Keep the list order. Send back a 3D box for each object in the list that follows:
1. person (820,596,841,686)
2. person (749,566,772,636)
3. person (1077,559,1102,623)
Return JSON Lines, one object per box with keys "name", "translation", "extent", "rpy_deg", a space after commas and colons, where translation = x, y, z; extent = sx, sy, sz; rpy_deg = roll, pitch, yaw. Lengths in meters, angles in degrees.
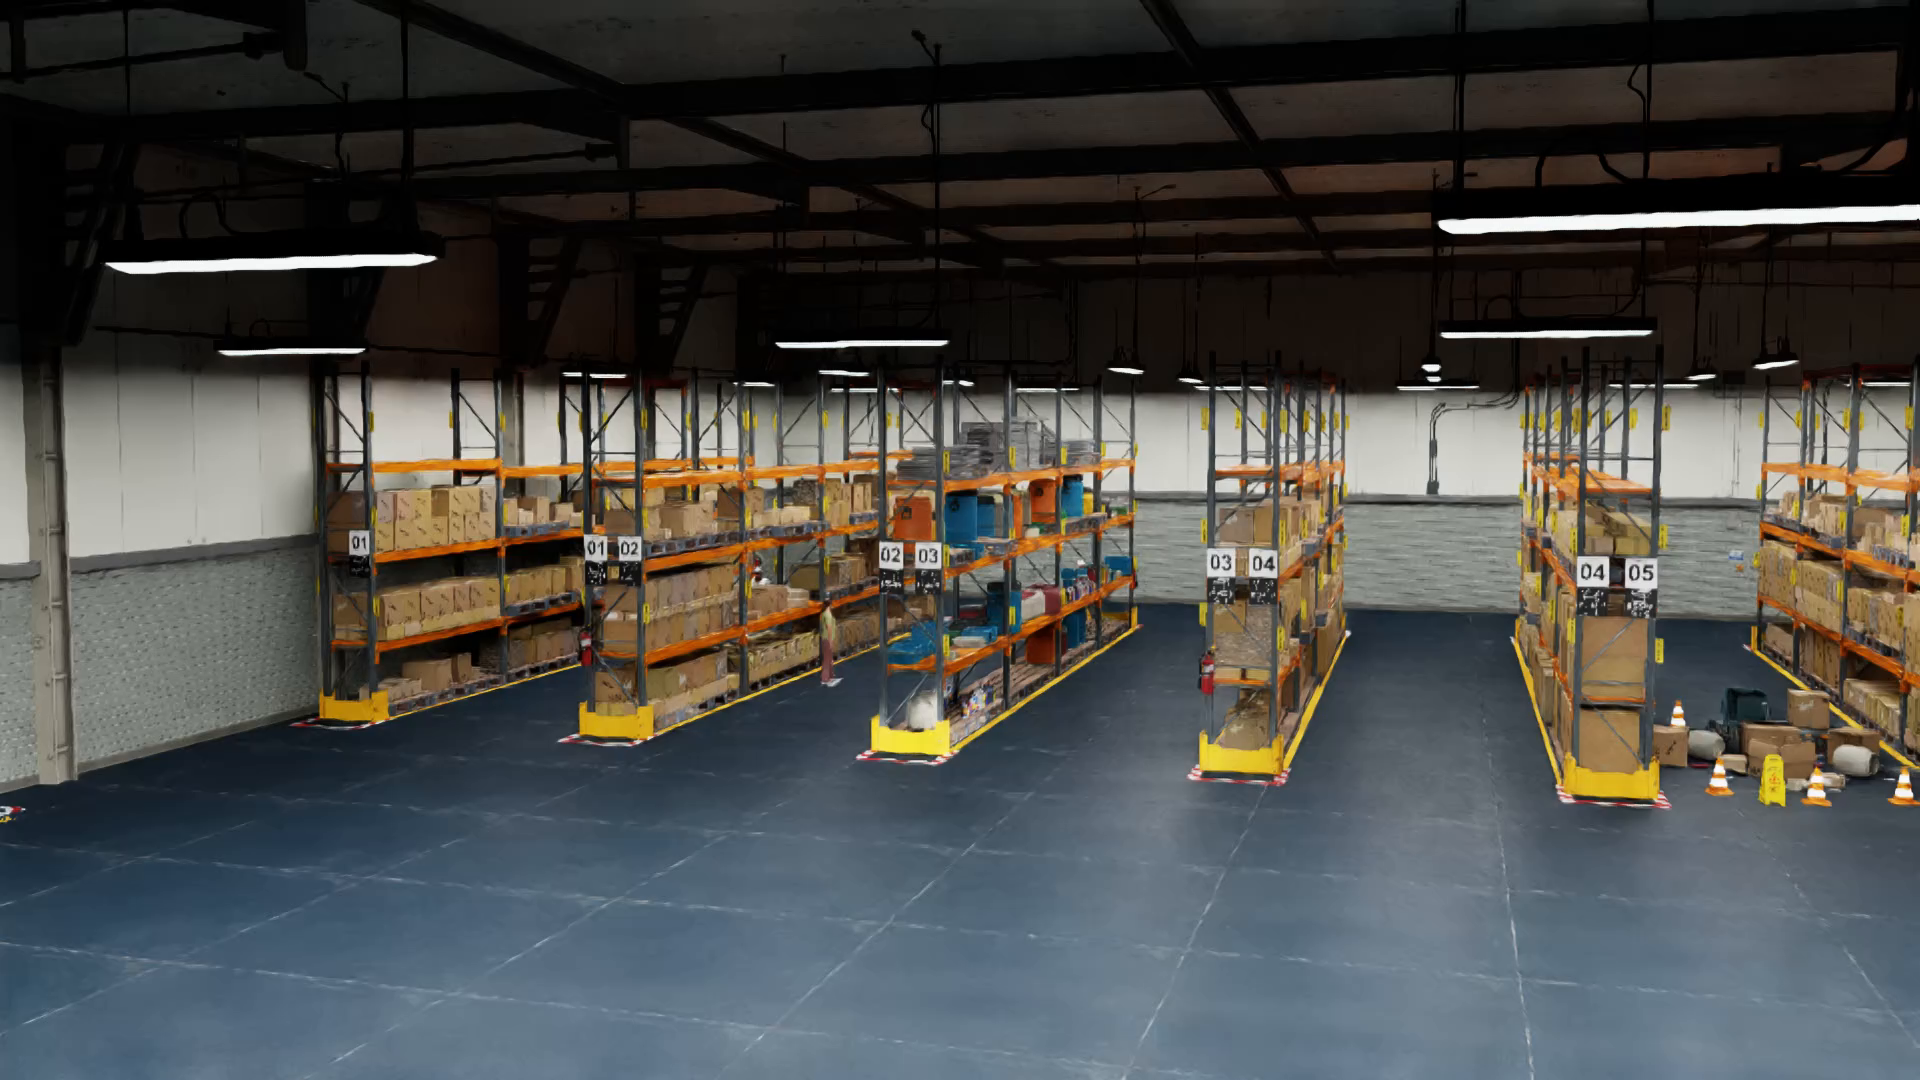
{"name": "person", "translation": [-2.453, 1.904, 31.492], "extent": [0.441, 1.675, 0.498], "rpy_deg": [-1, 4, -15]}
{"name": "person", "translation": [-4.540, 1.440, 37.756], "extent": [0.577, 1.733, 1.043], "rpy_deg": [1, 4, 15]}
{"name": "person", "translation": [2.966, 1.321, 39.410], "extent": [0.574, 1.741, 0.966], "rpy_deg": [3, 5, 38]}
